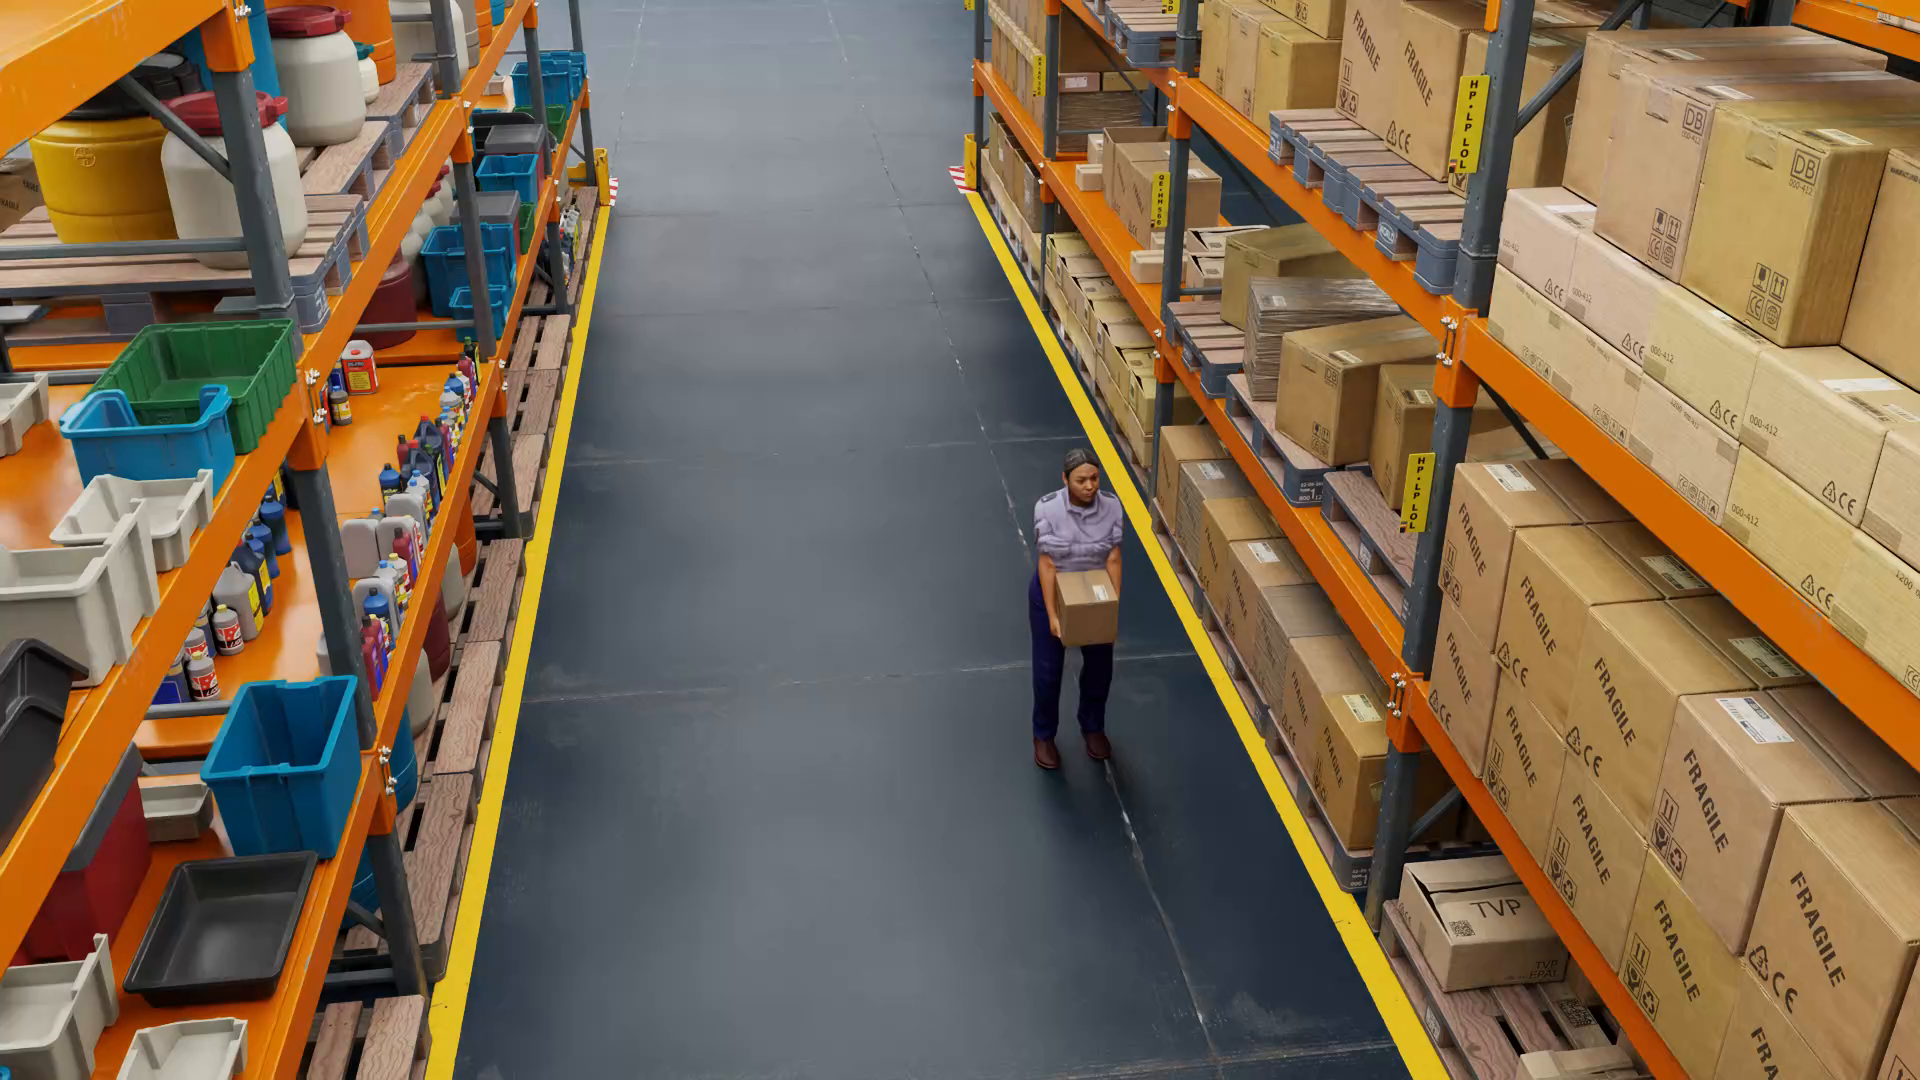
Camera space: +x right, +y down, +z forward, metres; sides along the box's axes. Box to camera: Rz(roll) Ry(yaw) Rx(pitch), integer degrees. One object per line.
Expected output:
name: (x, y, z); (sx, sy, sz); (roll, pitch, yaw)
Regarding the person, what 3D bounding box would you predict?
person: (0.564, 0.339, 7.991); (0.434, 1.645, 0.532); (-4, 28, -8)
